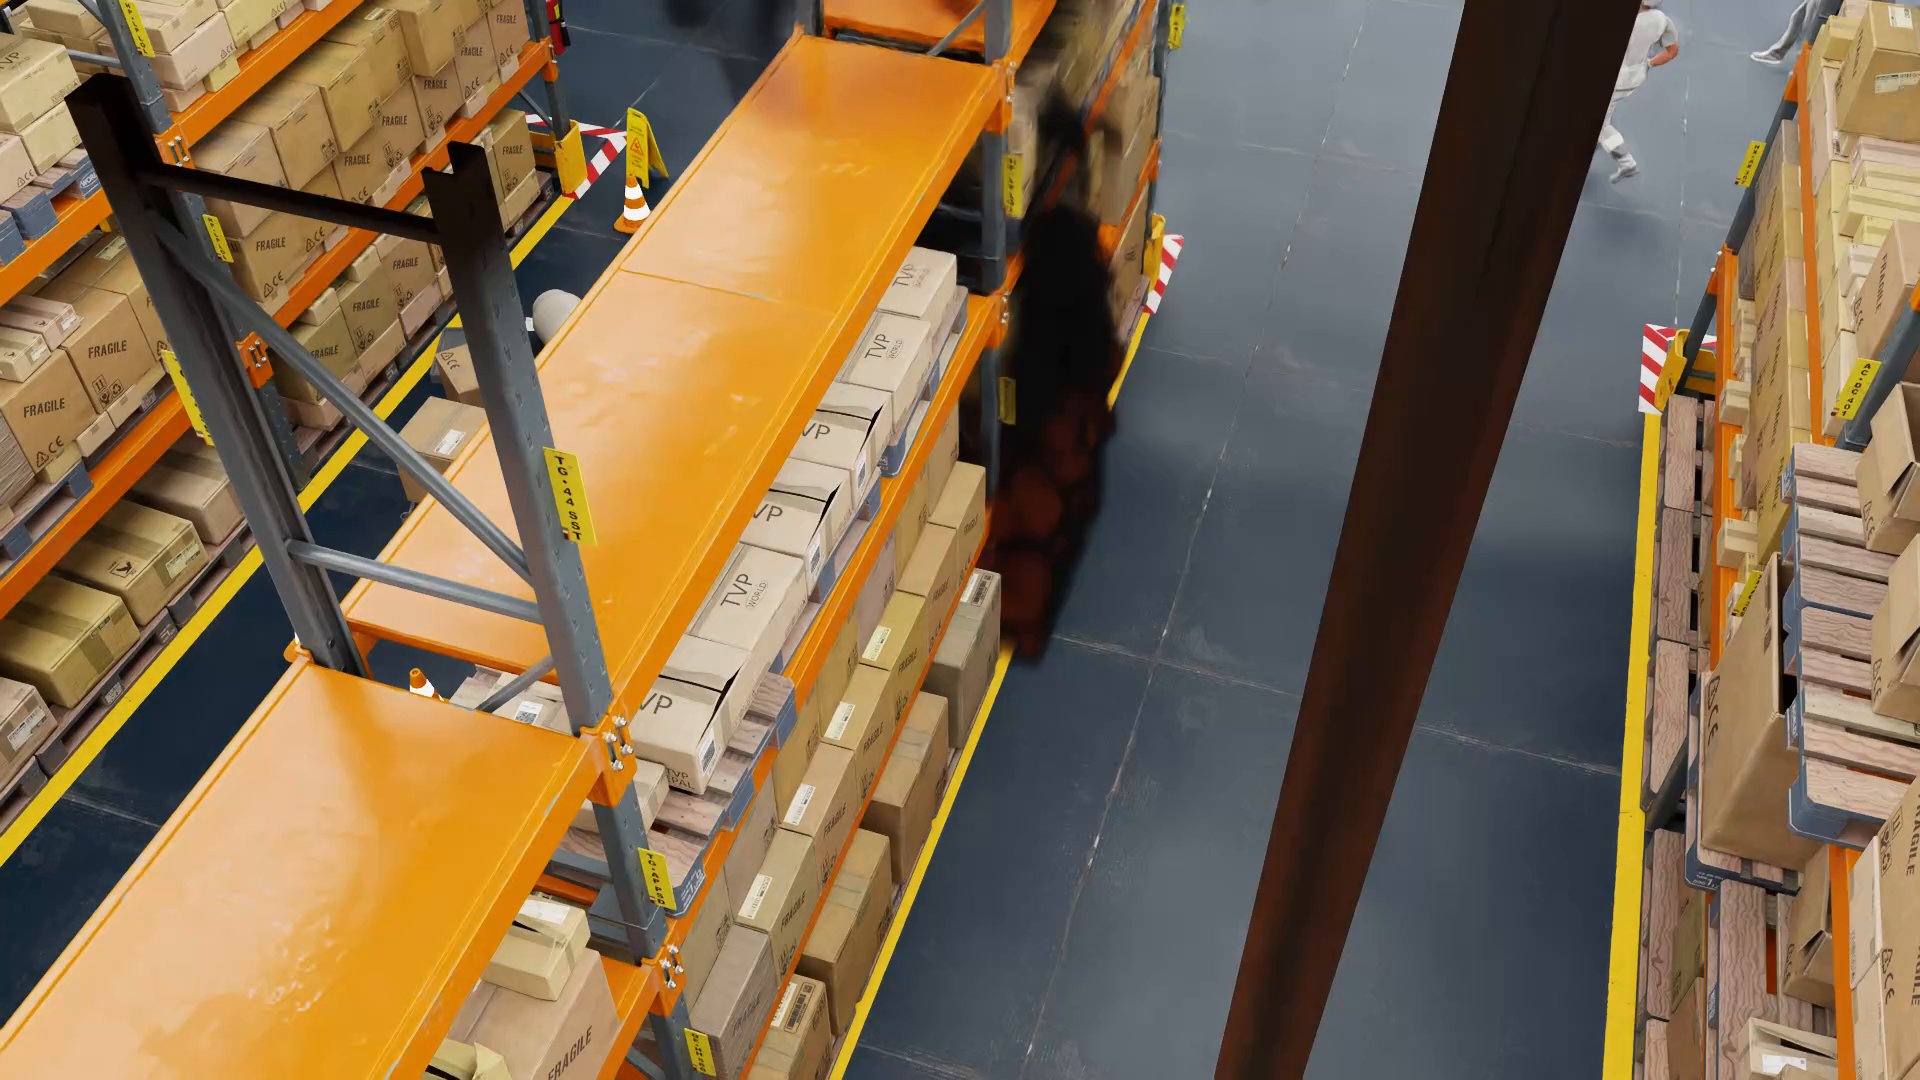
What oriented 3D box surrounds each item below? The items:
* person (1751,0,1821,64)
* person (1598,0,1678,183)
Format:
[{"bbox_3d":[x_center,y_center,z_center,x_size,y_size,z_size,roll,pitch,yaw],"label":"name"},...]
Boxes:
[{"bbox_3d":[7.655,-4.812,14.698,0.537,1.578,0.893,-35,55,-29],"label":"person"},{"bbox_3d":[5.371,-3.700,13.512,0.623,1.787,0.877,-17,48,-16],"label":"person"}]
